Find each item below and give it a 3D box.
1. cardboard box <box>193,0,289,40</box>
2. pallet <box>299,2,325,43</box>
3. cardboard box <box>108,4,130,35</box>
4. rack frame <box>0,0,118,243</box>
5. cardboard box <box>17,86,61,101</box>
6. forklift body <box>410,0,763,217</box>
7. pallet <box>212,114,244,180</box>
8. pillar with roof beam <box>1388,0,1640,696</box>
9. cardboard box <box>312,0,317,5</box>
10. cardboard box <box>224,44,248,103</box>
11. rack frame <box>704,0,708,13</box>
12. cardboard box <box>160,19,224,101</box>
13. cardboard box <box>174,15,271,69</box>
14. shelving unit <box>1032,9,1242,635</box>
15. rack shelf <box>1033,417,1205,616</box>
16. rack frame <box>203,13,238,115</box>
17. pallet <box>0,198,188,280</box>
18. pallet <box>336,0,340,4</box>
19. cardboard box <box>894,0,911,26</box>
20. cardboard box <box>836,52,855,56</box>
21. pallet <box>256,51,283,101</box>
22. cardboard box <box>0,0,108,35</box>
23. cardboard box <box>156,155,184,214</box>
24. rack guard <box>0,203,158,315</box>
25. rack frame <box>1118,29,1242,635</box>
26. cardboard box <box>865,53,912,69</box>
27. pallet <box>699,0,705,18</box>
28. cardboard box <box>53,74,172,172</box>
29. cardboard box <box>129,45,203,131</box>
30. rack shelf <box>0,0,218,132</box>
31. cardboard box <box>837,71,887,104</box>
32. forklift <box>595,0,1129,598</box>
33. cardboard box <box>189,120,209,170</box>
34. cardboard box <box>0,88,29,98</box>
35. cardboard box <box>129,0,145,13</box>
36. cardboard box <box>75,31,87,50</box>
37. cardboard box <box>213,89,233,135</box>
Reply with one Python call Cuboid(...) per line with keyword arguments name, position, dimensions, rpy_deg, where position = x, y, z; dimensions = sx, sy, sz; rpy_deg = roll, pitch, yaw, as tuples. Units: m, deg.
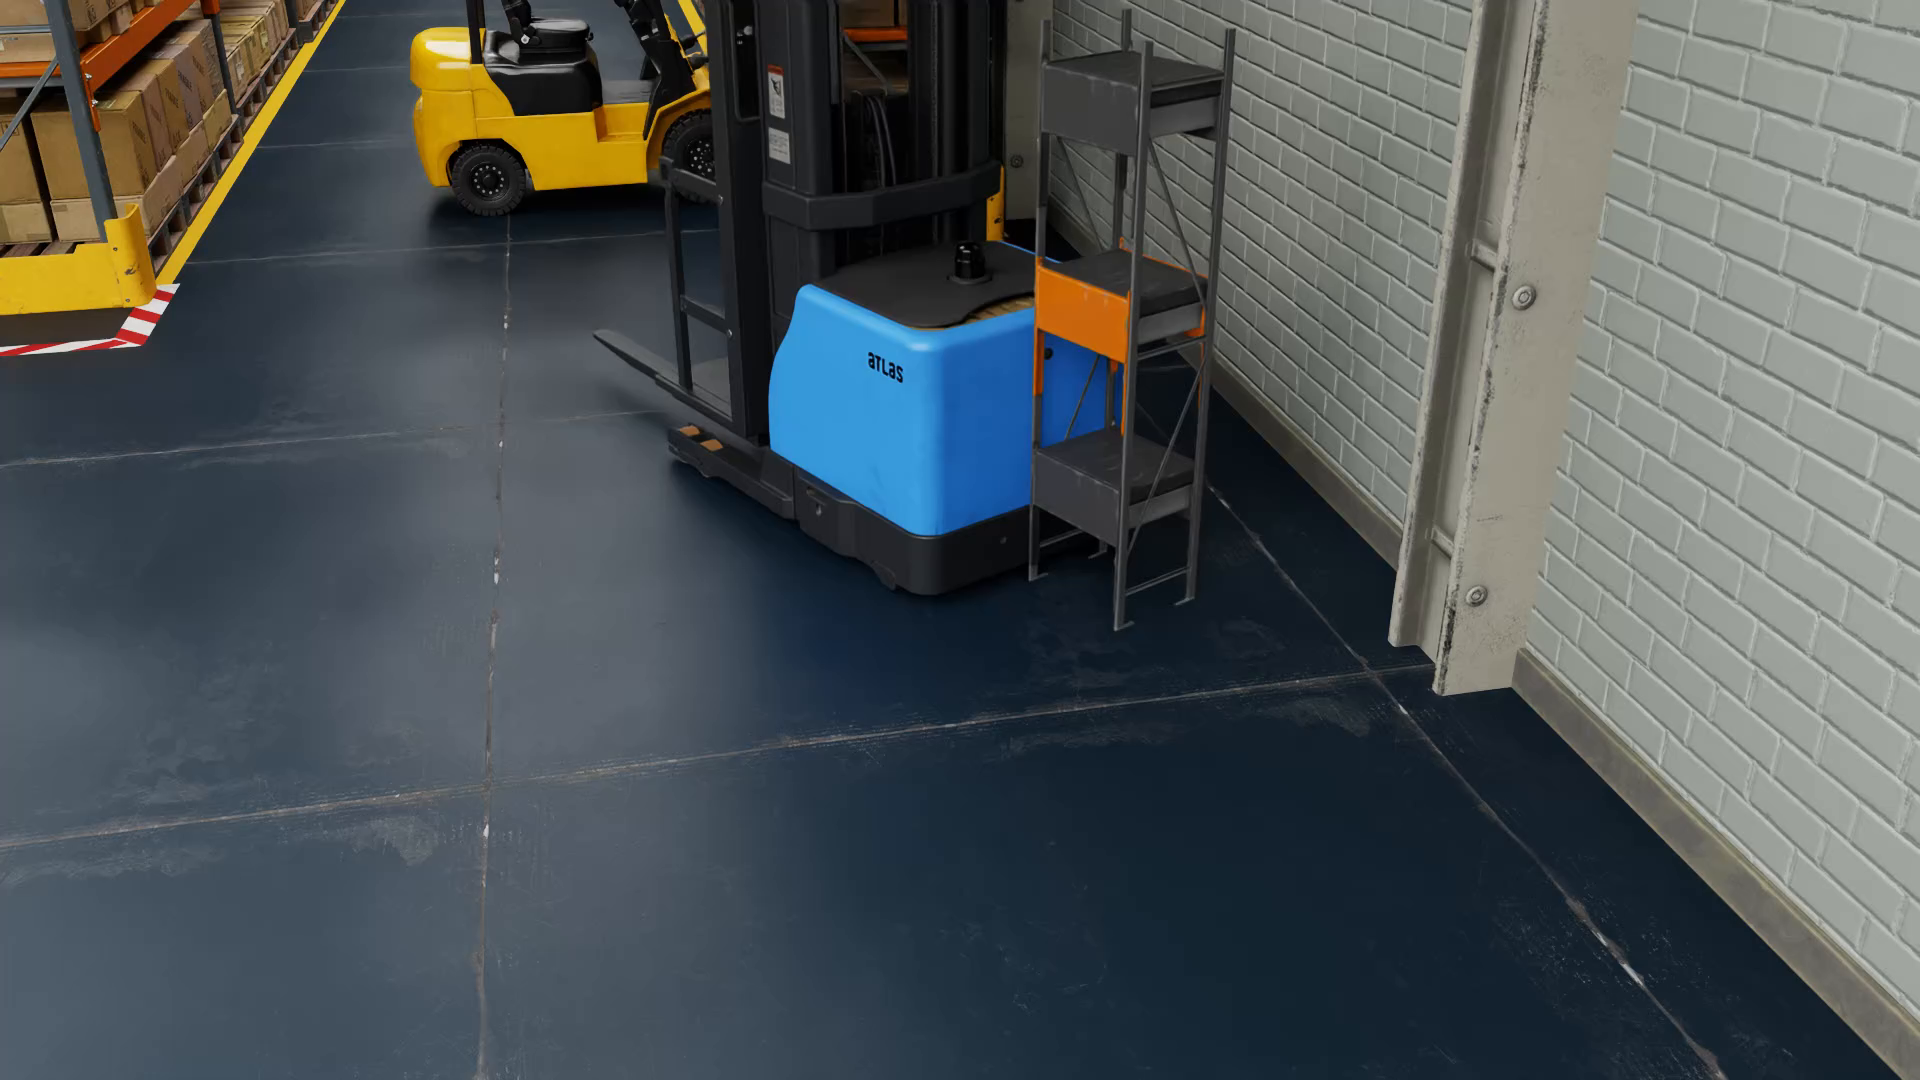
Cuboid(name="cardboard box", position=(-6.849, -4.916, 15.611), dimensions=(0.950, 0.372, 0.625), rpy_deg=(-8, 28, -15))
Cuboid(name="pallet", position=(-7.071, -5.260, 16.937), dimensions=(1.003, 0.211, 1.213), rpy_deg=(-6, 27, -12))
Cuboid(name="cardboard box", position=(-5.102, -3.047, 9.737), dimensions=(0.380, 0.149, 0.250), rpy_deg=(-6, 27, -11))
Cuboid(name="rack frame", position=(-5.164, -2.639, 8.649), dimensions=(1.000, 3.000, 0.127), rpy_deg=(-6, 27, -12))
Cuboid(name="cardboard box", position=(-5.719, -2.488, 10.103), dimensions=(0.500, 0.500, 0.500), rpy_deg=(-5, 27, -10))
Cuboid(name="forklift body", position=(-2.533, -3.413, 11.125), dimensions=(2.313, 2.155, 1.214), rpy_deg=(-6, 27, -12))
Cuboid(name="pallet", position=(-5.879, -2.859, 12.180), dimensions=(1.003, 0.211, 1.213), rpy_deg=(-6, 27, -12))
Cuboid(name="pillar with roof beam", position=(-2.449, -3.149, 3.002), dimensions=(9.100, 9.000, 0.400), rpy_deg=(-6, 27, -12))
Cuboid(name="cardboard box", position=(-7.238, -6.093, 17.386), dimensions=(0.875, 0.875, 0.875), rpy_deg=(-6, 27, -11))
Cuboid(name="cardboard box", position=(-6.186, -3.639, 13.081), dimensions=(0.950, 0.372, 0.625), rpy_deg=(-6, 27, -11))
Cuboid(name="rack frame", position=(-2.131, -6.657, 16.609), dimensions=(1.000, 3.000, 0.127), rpy_deg=(-6, 27, -12))
Cuboid(name="cardboard box", position=(-5.670, -3.457, 12.024), dimensions=(0.500, 0.500, 0.500), rpy_deg=(-6, 27, -12))
Cuboid(name="cardboard box", position=(-6.509, -4.260, 14.310), dimensions=(0.950, 0.372, 0.625), rpy_deg=(-5, 27, -10))
Cuboid(name="shelving unit", position=(0.592, -0.735, 5.876), dimensions=(0.431, 2.100, 0.503), rpy_deg=(-19, 33, -33))
Cuboid(name="rack shelf", position=(0.592, -0.098, 6.198), dimensions=(0.431, 0.518, 0.480), rpy_deg=(-19, 33, -33))
Cuboid(name="rack frame", position=(-6.065, -4.395, 12.128), dimensions=(1.000, 3.000, 0.127), rpy_deg=(-6, 27, -12))
Cuboid(name="pallet", position=(-5.329, -1.788, 10.057), dimensions=(1.003, 0.211, 1.213), rpy_deg=(-6, 27, -12))
Cuboid(name="pallet", position=(-7.621, -6.331, 19.059), dimensions=(1.003, 0.211, 1.213), rpy_deg=(-6, 27, -12))
Cuboid(name="cardboard box", position=(-0.170, -3.435, 10.115), dimensions=(0.500, 0.500, 0.500), rpy_deg=(-5, 27, -10))
Cuboid(name="cardboard box", position=(-0.980, -3.165, 11.168), dimensions=(0.500, 0.250, 0.500), rpy_deg=(-6, 27, -11))
Cuboid(name="pallet", position=(-6.520, -4.028, 14.497), dimensions=(1.003, 0.211, 1.213), rpy_deg=(-6, 27, -12))
Cuboid(name="cardboard box", position=(-5.000, -3.052, 9.027), dimensions=(0.500, 0.500, 0.500), rpy_deg=(-6, 27, -12))
Cuboid(name="cardboard box", position=(-5.184, -2.206, 10.377), dimensions=(0.500, 0.250, 0.500), rpy_deg=(-5, 27, -10))
Cuboid(name="rack guard", position=(-5.181, -1.556, 9.279), dimensions=(1.175, 0.500, 0.348), rpy_deg=(-6, 27, -12))
Cuboid(name="rack frame", position=(0.741, -0.648, 5.704), dimensions=(0.400, 2.100, 0.015), rpy_deg=(-19, 33, -33))
Cuboid(name="cardboard box", position=(-0.369, -3.000, 10.841), dimensions=(0.500, 0.250, 0.500), rpy_deg=(-6, 27, -12))
Cuboid(name="pallet", position=(-2.263, -5.743, 17.895), dimensions=(1.003, 0.211, 1.213), rpy_deg=(-6, 27, -12))
Cuboid(name="cardboard box", position=(-5.204, -2.555, 10.237), dimensions=(0.500, 0.500, 0.500), rpy_deg=(-7, 28, -14))
Cuboid(name="cardboard box", position=(-5.438, -3.010, 11.138), dimensions=(0.500, 0.500, 0.500), rpy_deg=(-5, 27, -9))
Cuboid(name="rack shelf", position=(-5.614, -3.196, 10.551), dimensions=(1.077, 0.370, 4.000), rpy_deg=(-6, 27, -12))
Cuboid(name="cardboard box", position=(-0.736, -2.721, 10.289), dimensions=(0.500, 0.250, 0.500), rpy_deg=(-5, 27, -10))
Cuboid(name="forklift", position=(-0.632, -1.694, 6.853), dimensions=(1.130, 2.935, 3.031), rpy_deg=(-19, 33, -33))
Cuboid(name="cardboard box", position=(-5.430, -2.666, 11.289), dimensions=(0.500, 0.250, 0.500), rpy_deg=(-6, 27, -11))
Cuboid(name="cardboard box", position=(-5.746, -2.703, 9.809), dimensions=(0.380, 0.149, 0.250), rpy_deg=(-5, 27, -10))
Cuboid(name="cardboard box", position=(-5.342, -3.386, 10.408), dimensions=(0.380, 0.149, 0.250), rpy_deg=(-7, 28, -13))
Cuboid(name="cardboard box", position=(-5.109, -2.806, 9.260), dimensions=(0.380, 0.149, 0.250), rpy_deg=(-6, 27, -11))
Cuboid(name="cardboard box", position=(-5.670, -3.123, 12.193), dimensions=(0.500, 0.250, 0.500), rpy_deg=(-5, 27, -9))
